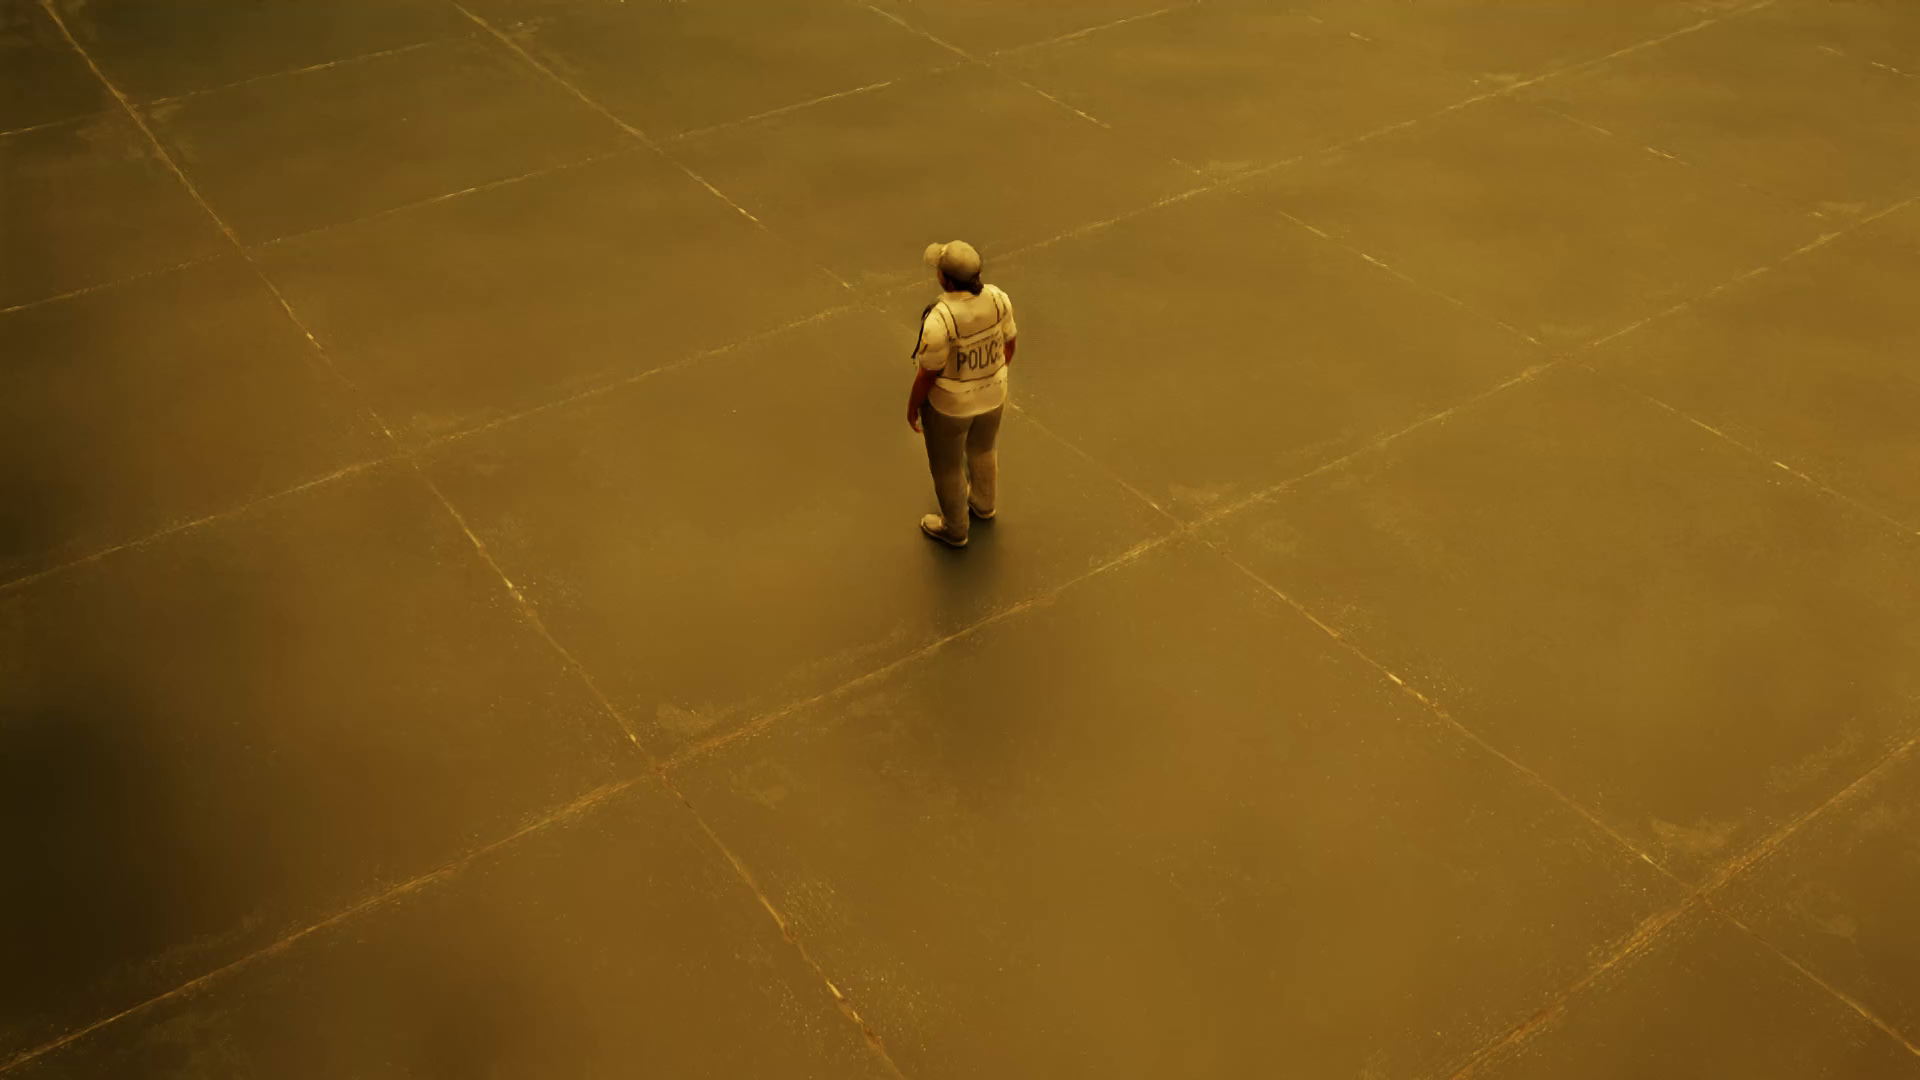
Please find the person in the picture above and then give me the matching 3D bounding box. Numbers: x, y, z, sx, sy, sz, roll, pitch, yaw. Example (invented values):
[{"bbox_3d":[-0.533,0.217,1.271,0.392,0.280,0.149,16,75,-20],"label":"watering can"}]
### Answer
[{"bbox_3d":[-0.026,-0.721,7.971,0.598,1.669,0.529,-23,42,-28],"label":"person"}]
